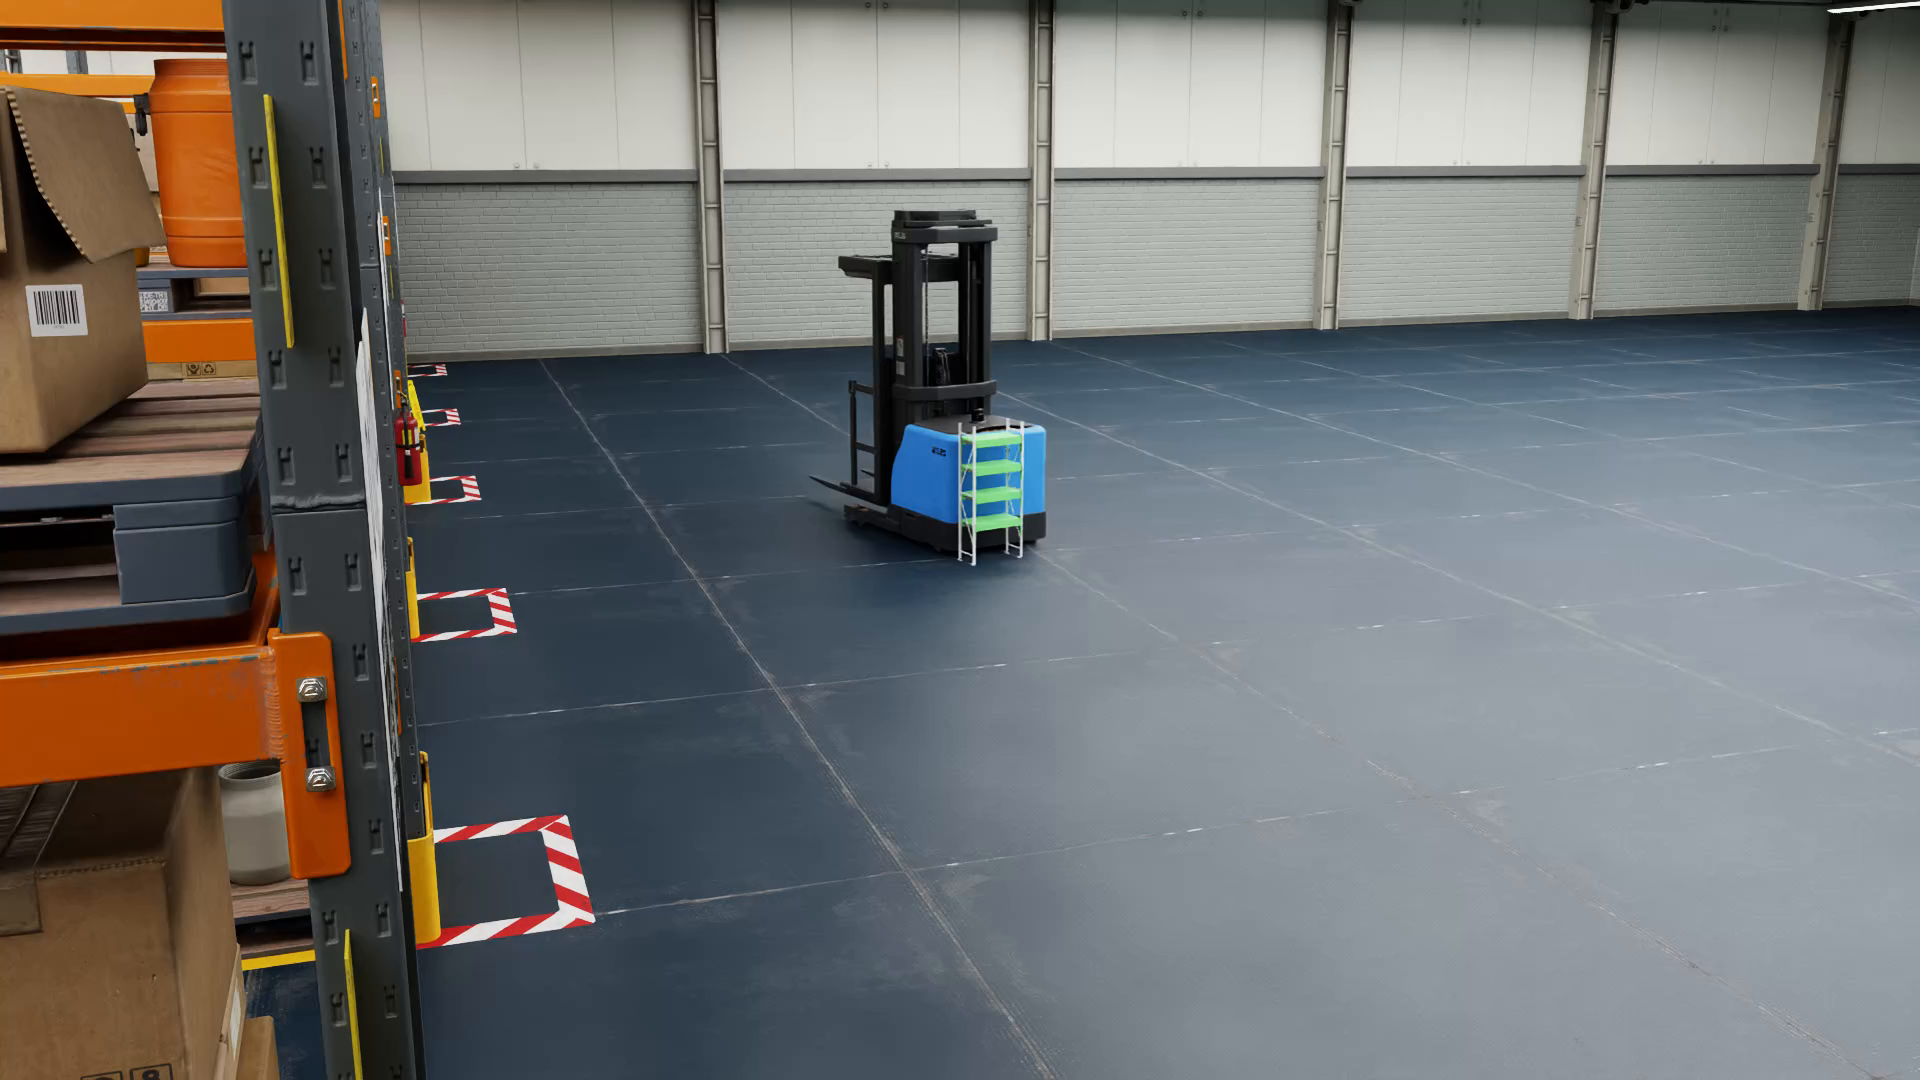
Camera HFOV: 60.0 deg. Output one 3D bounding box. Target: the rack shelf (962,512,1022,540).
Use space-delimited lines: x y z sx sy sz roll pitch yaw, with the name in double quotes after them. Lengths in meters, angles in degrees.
0.267 -0.122 14.375 0.480 0.148 0.258 -8 16 -32 "rack shelf"

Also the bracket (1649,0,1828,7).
15.797 -10.856 33.560 4.783 0.066 0.076 -4 14 -18 "bracket"

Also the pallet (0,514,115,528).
-8.751 -0.346 16.140 1.213 0.211 1.003 -4 14 -18 "pallet"

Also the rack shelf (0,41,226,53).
-6.115 -3.283 11.058 4.000 0.370 1.077 -4 14 -18 "rack shelf"

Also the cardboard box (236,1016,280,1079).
-1.510 1.293 3.010 0.500 0.500 0.700 -4 14 -18 "cardboard box"

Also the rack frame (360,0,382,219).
-4.219 -3.782 11.595 0.127 3.000 1.000 -4 14 -18 "rack frame"

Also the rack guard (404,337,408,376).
-8.944 -2.911 26.299 0.348 0.500 1.175 -4 14 -18 "rack guard"

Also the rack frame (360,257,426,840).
-2.640 0.223 7.723 0.127 3.000 1.000 -4 14 -18 "rack frame"

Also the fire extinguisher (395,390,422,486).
-3.964 -0.733 11.909 0.183 0.674 0.296 -4 14 -18 "fire extinguisher"

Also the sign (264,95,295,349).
-0.904 -0.422 2.209 0.005 0.325 0.100 -4 14 -18 "sign"

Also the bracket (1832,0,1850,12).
18.239 -11.047 34.359 0.430 0.232 0.235 -4 14 -18 "bracket"

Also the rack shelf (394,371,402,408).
-7.601 -1.461 16.357 4.000 0.370 1.077 -4 14 -18 "rack shelf"

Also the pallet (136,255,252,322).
-3.455 -1.105 7.231 1.213 0.211 1.003 -4 14 -18 "pallet"

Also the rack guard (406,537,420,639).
-4.291 0.359 12.555 0.348 0.500 1.175 -4 14 -18 "rack guard"

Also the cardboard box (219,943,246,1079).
-1.504 0.927 3.144 0.250 0.149 0.380 -5 14 -18 "cardboard box"

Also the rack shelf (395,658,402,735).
-4.535 0.721 7.185 4.000 0.370 1.077 -4 14 -18 "rack shelf"

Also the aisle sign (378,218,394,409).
-2.477 -0.982 7.170 0.004 0.787 0.394 -4 14 -18 "aisle sign"

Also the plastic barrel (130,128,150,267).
-3.680 -1.420 6.834 0.600 0.588 0.600 0 13 0 "plastic barrel"

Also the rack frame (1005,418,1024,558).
0.472 -0.448 14.432 0.015 1.200 0.240 -8 16 -32 "rack frame"

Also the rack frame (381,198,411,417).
-5.706 -1.958 16.894 0.127 3.000 1.000 -4 14 -18 "rack frame"

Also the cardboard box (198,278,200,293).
-7.596 -2.398 16.084 0.500 0.550 0.875 -4 14 -18 "cardboard box"

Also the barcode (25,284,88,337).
-1.196 -0.304 2.202 0.075 0.075 0.001 -4 14 -18 "barcode"

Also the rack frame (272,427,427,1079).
-1.063 1.310 3.154 0.127 3.000 1.000 -4 14 -18 "rack frame"

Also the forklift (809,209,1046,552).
-0.444 -1.611 15.582 1.130 2.935 3.031 -8 16 -32 "forklift"

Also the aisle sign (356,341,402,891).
-0.908 0.105 2.603 0.004 0.787 0.394 -4 14 -18 "aisle sign"

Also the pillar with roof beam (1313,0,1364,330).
8.519 -7.574 27.539 0.548 9.000 9.100 -4 14 -18 "pillar with roof beam"

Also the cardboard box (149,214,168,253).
-5.556 -2.085 11.267 0.500 0.250 0.500 -4 14 -17 "cardboard box"

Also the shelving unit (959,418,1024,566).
0.267 -0.417 14.304 0.503 1.200 0.258 -8 16 -32 "shelving unit"

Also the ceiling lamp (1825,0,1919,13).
16.372 -10.917 28.978 0.800 3.185 2.000 -4 14 -18 "ceiling lamp"

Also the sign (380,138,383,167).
-5.546 -3.690 15.949 0.005 0.325 0.100 -4 14 -18 "sign"

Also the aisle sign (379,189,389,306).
-4.065 -2.067 11.731 0.004 0.787 0.394 -4 14 -18 "aisle sign"

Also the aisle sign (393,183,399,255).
-5.543 -3.163 16.339 0.004 0.787 0.394 -4 14 -18 "aisle sign"

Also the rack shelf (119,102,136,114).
-10.862 -6.351 24.817 4.000 0.370 1.077 -4 14 -18 "rack shelf"

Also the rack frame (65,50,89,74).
-12.758 -6.748 24.067 0.127 3.000 1.000 -4 14 -18 "rack frame"

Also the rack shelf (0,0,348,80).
-4.535 -2.003 6.537 4.000 0.370 1.077 -4 14 -18 "rack shelf"

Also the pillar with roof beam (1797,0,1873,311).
19.892 -8.460 31.262 0.548 9.000 9.100 -4 14 -18 "pillar with roof beam"

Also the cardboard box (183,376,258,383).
-5.185 -0.959 11.832 0.500 0.500 0.875 -4 14 -18 "cardboard box"

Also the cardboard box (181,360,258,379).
-5.134 -1.410 11.569 0.500 0.500 0.500 -4 14 -18 "cardboard box"

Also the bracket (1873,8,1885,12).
19.026 -11.108 34.617 0.430 0.232 0.235 -4 14 -18 "bracket"

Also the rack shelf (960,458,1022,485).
0.267 -0.589 14.263 0.480 0.148 0.258 -8 16 -32 "rack shelf"

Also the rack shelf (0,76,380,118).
-7.601 -4.185 15.709 4.000 0.370 1.077 -4 14 -18 "rack shelf"

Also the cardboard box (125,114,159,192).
-5.608 -2.589 11.124 0.500 0.500 0.500 -4 14 -18 "cardboard box"

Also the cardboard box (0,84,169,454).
-1.609 -0.431 2.556 0.637 0.503 0.797 -3 14 -14 "cardboard box"
